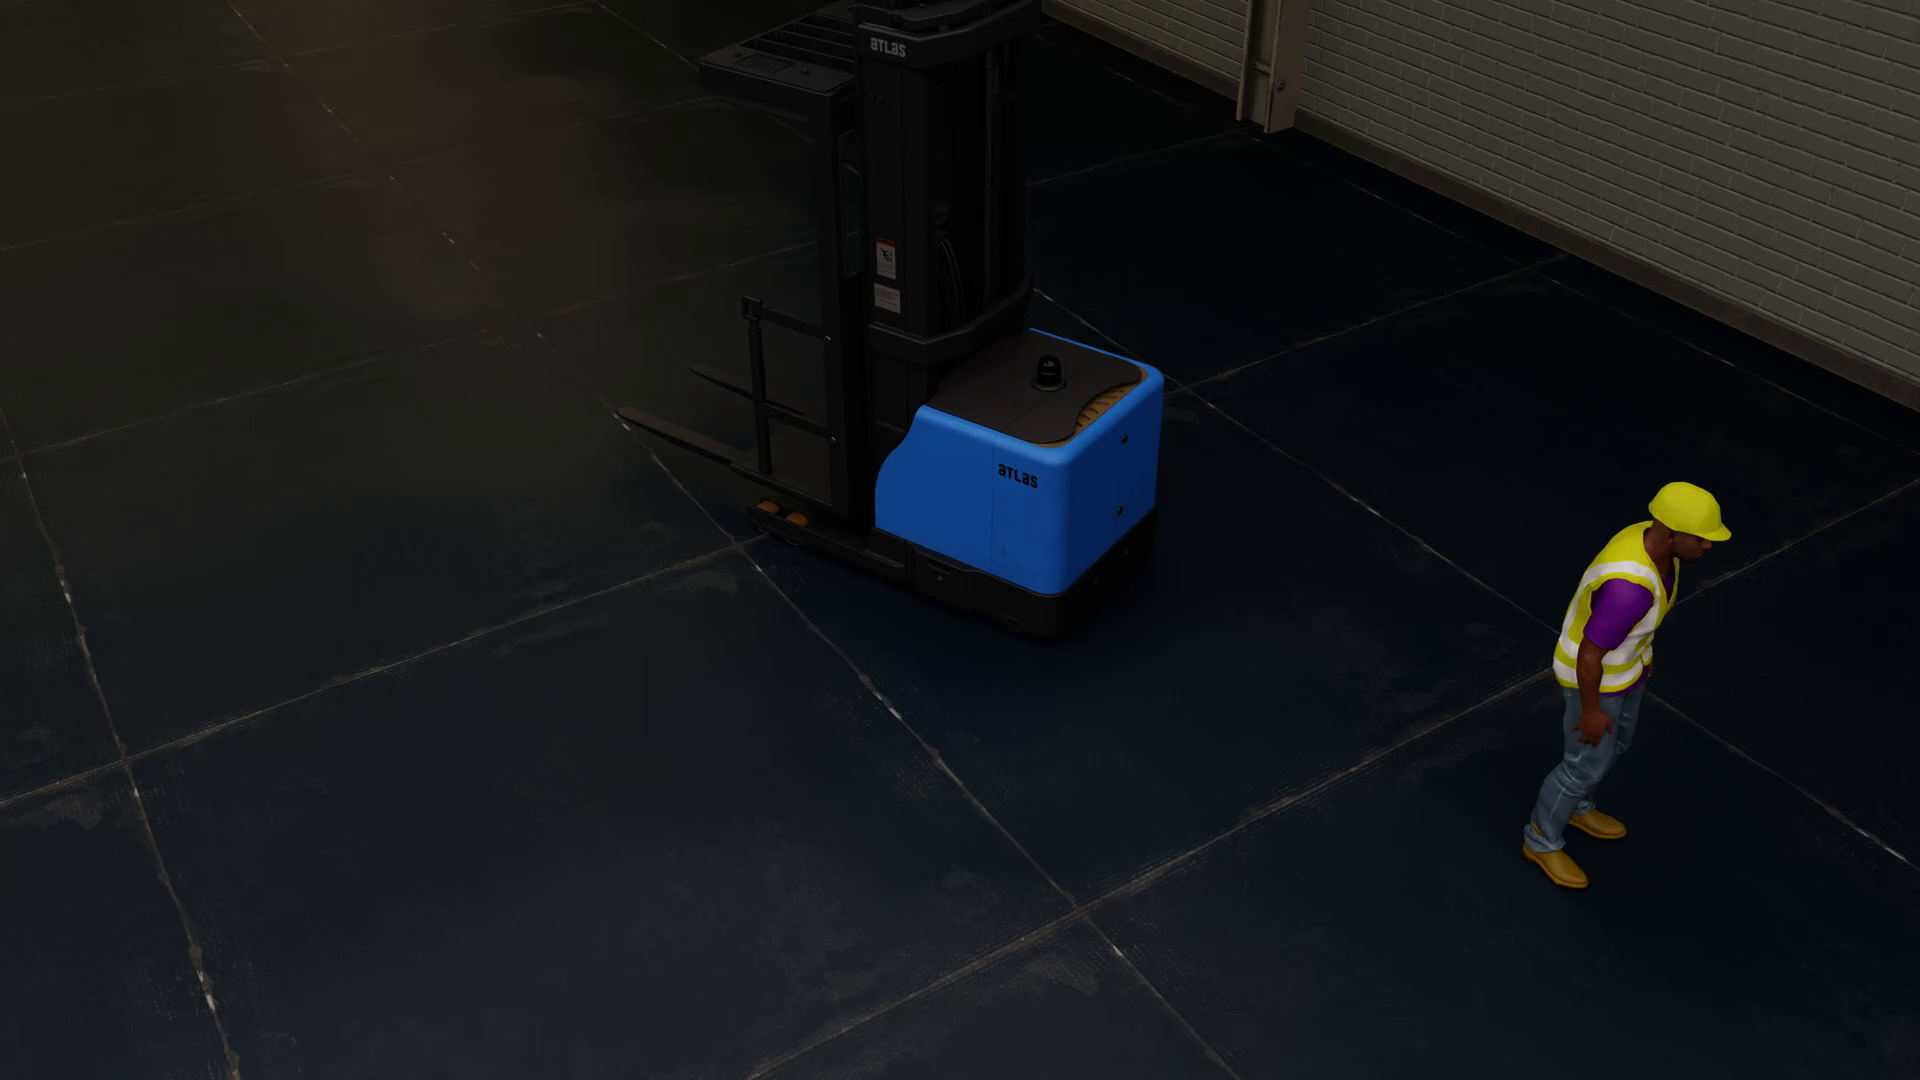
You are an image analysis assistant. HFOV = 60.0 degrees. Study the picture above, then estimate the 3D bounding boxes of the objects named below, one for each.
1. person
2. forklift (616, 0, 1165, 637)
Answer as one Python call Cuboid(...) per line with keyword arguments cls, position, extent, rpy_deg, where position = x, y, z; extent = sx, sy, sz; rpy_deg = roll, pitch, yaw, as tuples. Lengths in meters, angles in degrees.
Cuboid(cls="person", position=(2.538, 0.521, 6.428), extent=(0.461, 1.759, 0.631), rpy_deg=(25, 42, 31))
Cuboid(cls="forklift", position=(-0.500, -1.399, 8.138), extent=(3.031, 2.935, 1.130), rpy_deg=(22, 41, 28))
